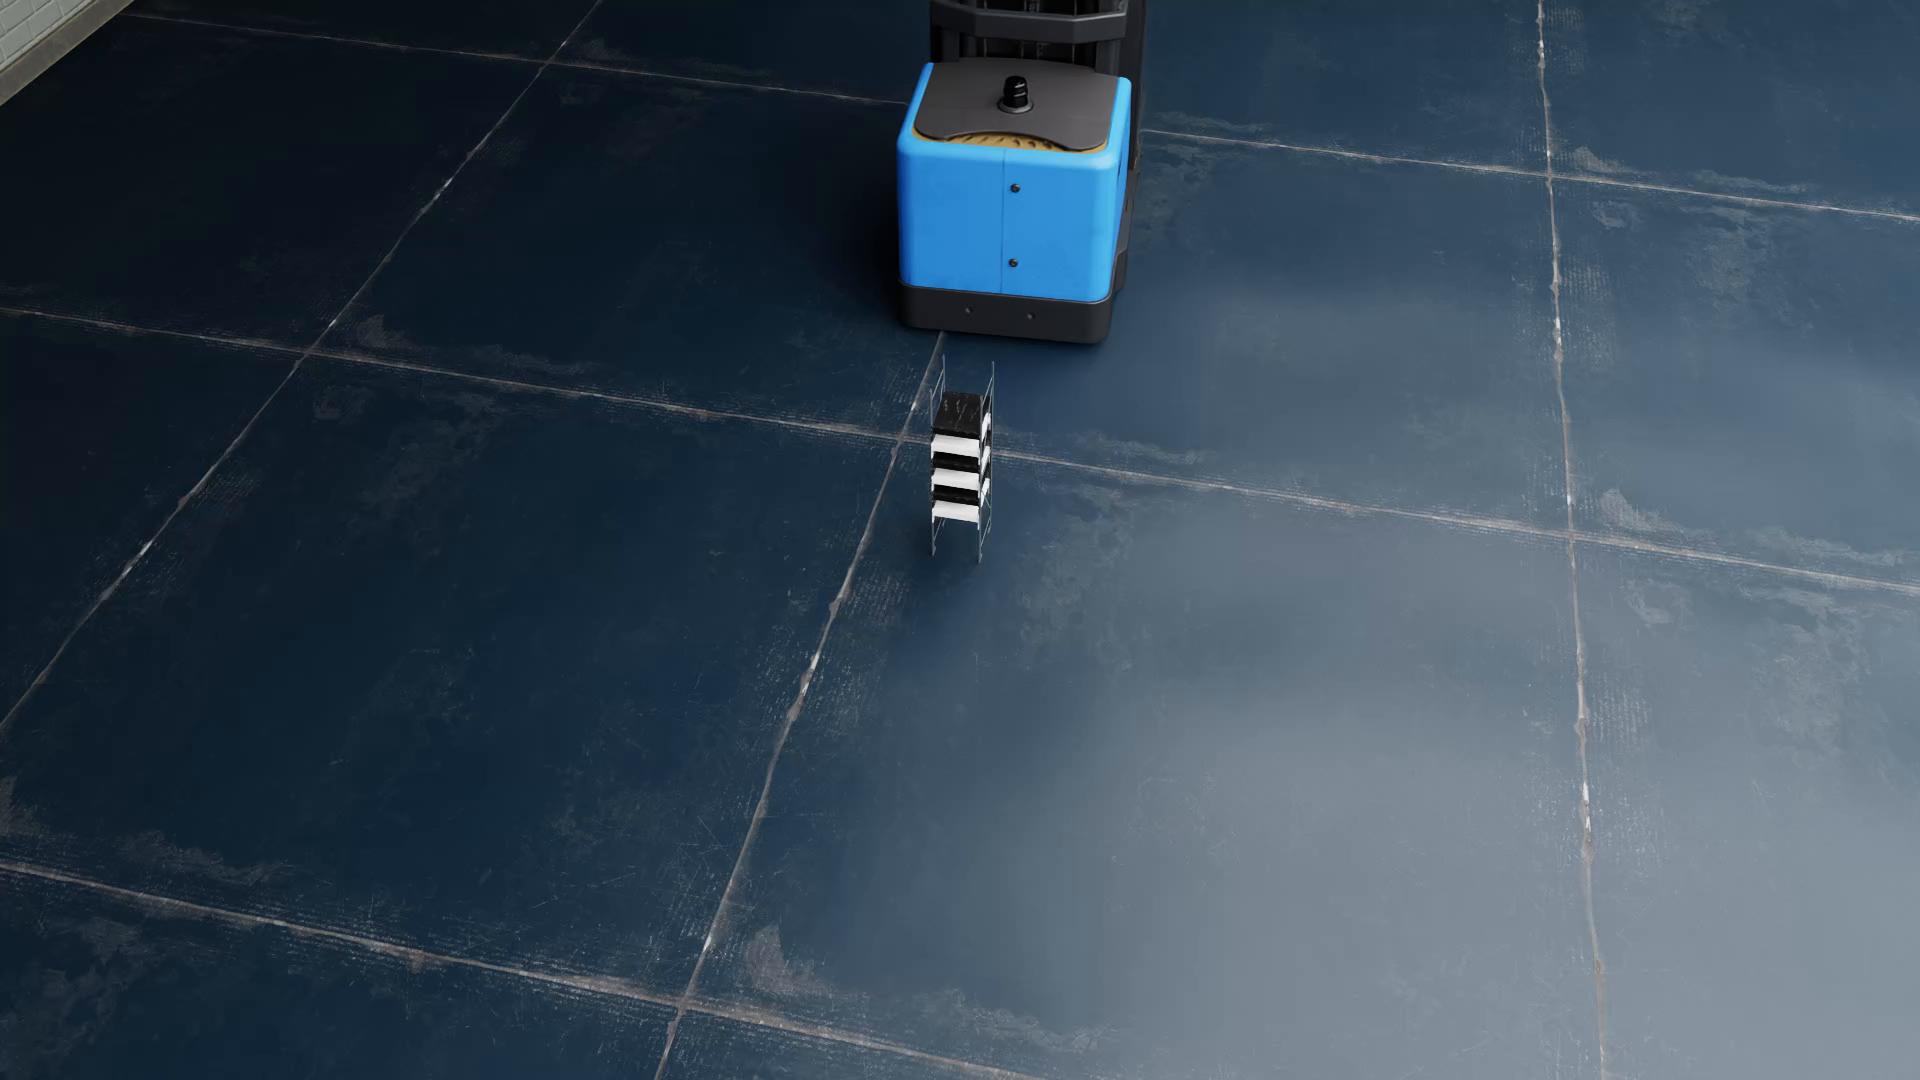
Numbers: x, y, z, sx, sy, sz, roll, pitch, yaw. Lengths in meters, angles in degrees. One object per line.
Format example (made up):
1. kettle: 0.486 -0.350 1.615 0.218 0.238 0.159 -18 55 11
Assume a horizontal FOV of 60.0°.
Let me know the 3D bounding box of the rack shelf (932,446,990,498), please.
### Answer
1. rack shelf: 0.008 -0.299 6.920 0.200 0.077 0.258 9 45 9

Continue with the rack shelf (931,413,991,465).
1. rack shelf: 0.008 -0.429 6.795 0.200 0.077 0.258 9 45 9

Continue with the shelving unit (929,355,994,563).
1. shelving unit: 0.008 -0.323 6.897 0.210 0.900 0.258 9 45 9

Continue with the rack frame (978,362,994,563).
1. rack frame: 0.107 -0.308 6.881 0.006 0.900 0.240 9 45 9

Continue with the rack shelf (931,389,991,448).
1. rack shelf: 0.008 -0.493 6.733 0.200 0.077 0.258 9 45 9

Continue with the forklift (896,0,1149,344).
1. forklift: 0.430 -3.043 8.258 1.130 2.935 3.031 6 44 6

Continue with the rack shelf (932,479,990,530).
1. rack shelf: 0.008 -0.169 7.045 0.200 0.077 0.258 9 45 9

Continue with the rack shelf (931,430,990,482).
1. rack shelf: 0.008 -0.364 6.857 0.200 0.077 0.258 9 45 9

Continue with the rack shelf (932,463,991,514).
1. rack shelf: 0.008 -0.234 6.982 0.200 0.077 0.258 9 45 9

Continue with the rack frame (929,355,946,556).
1. rack frame: -0.091 -0.338 6.913 0.006 0.900 0.240 9 45 9
